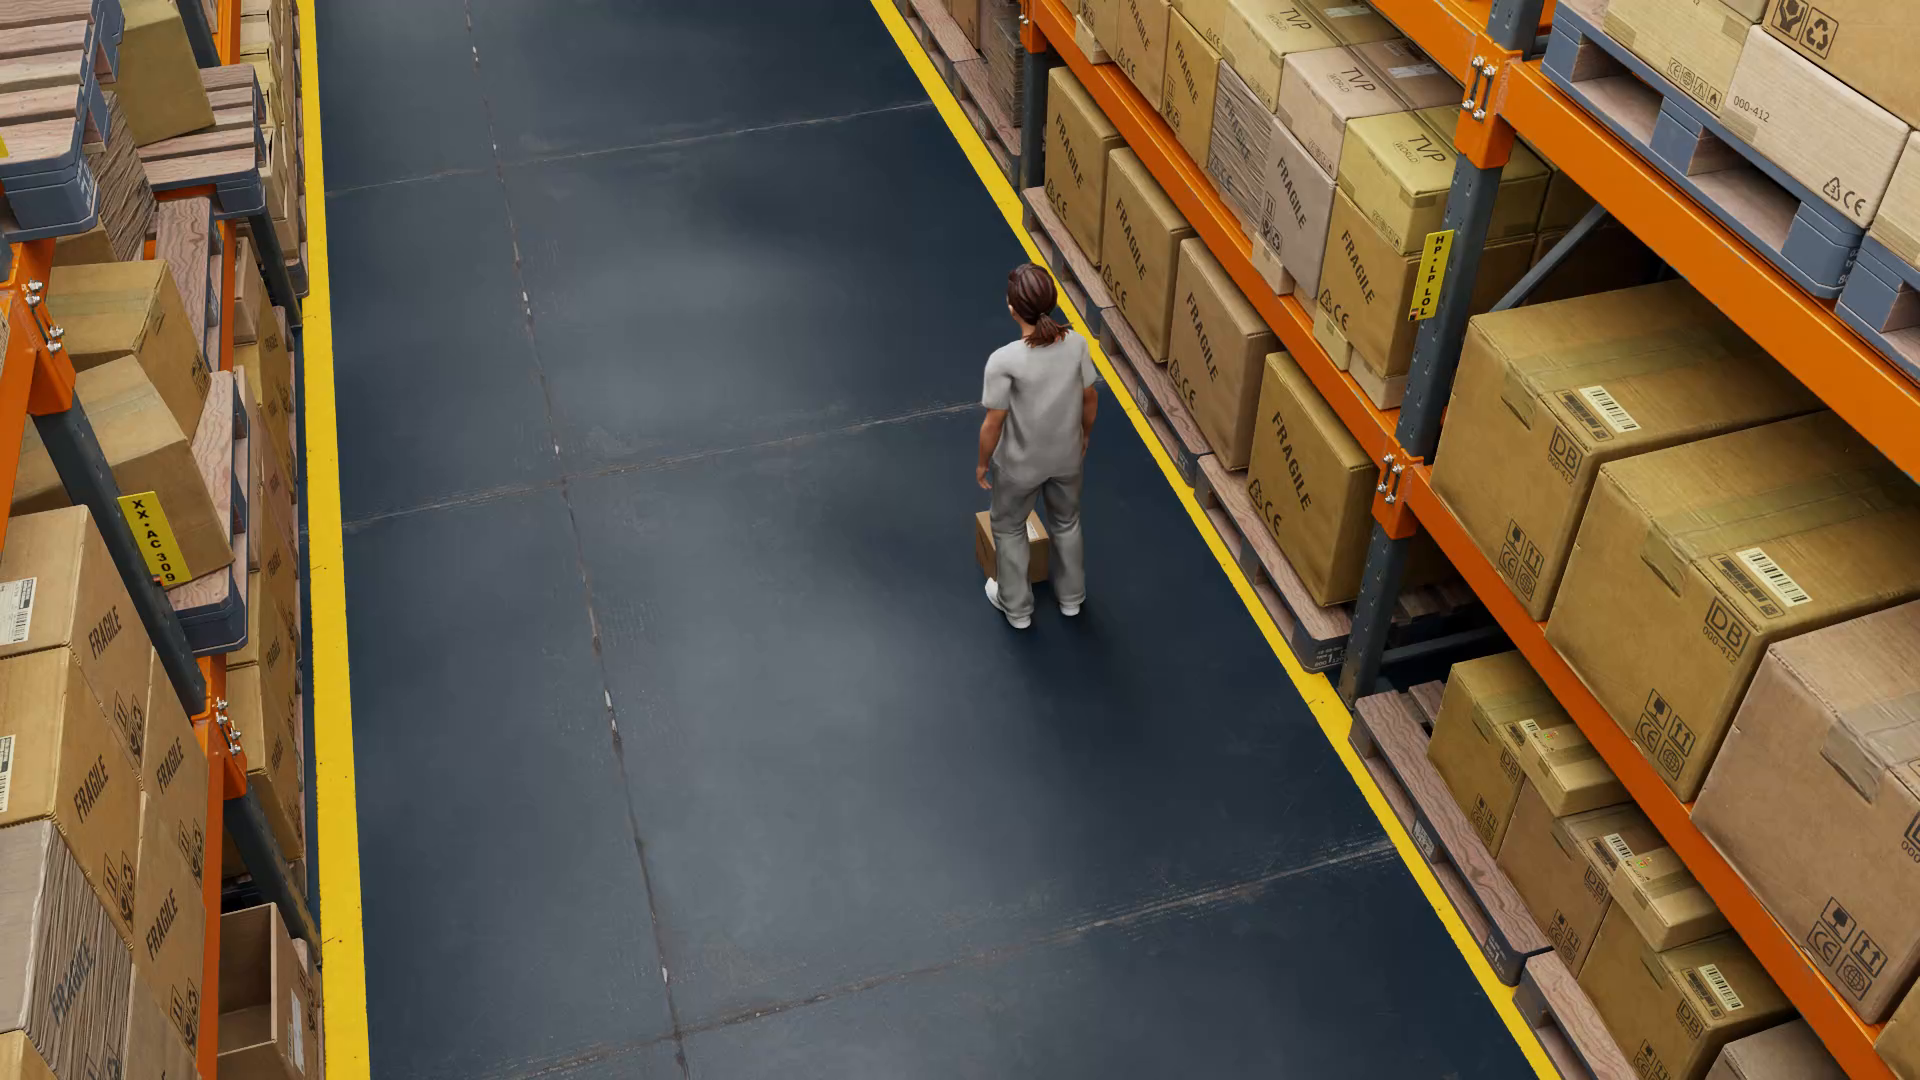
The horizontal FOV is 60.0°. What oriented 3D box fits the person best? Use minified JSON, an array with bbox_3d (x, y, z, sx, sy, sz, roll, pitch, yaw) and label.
[{"bbox_3d":[0.303,-0.338,6.532,0.514,1.671,0.362,-14,44,-15],"label":"person"}]
